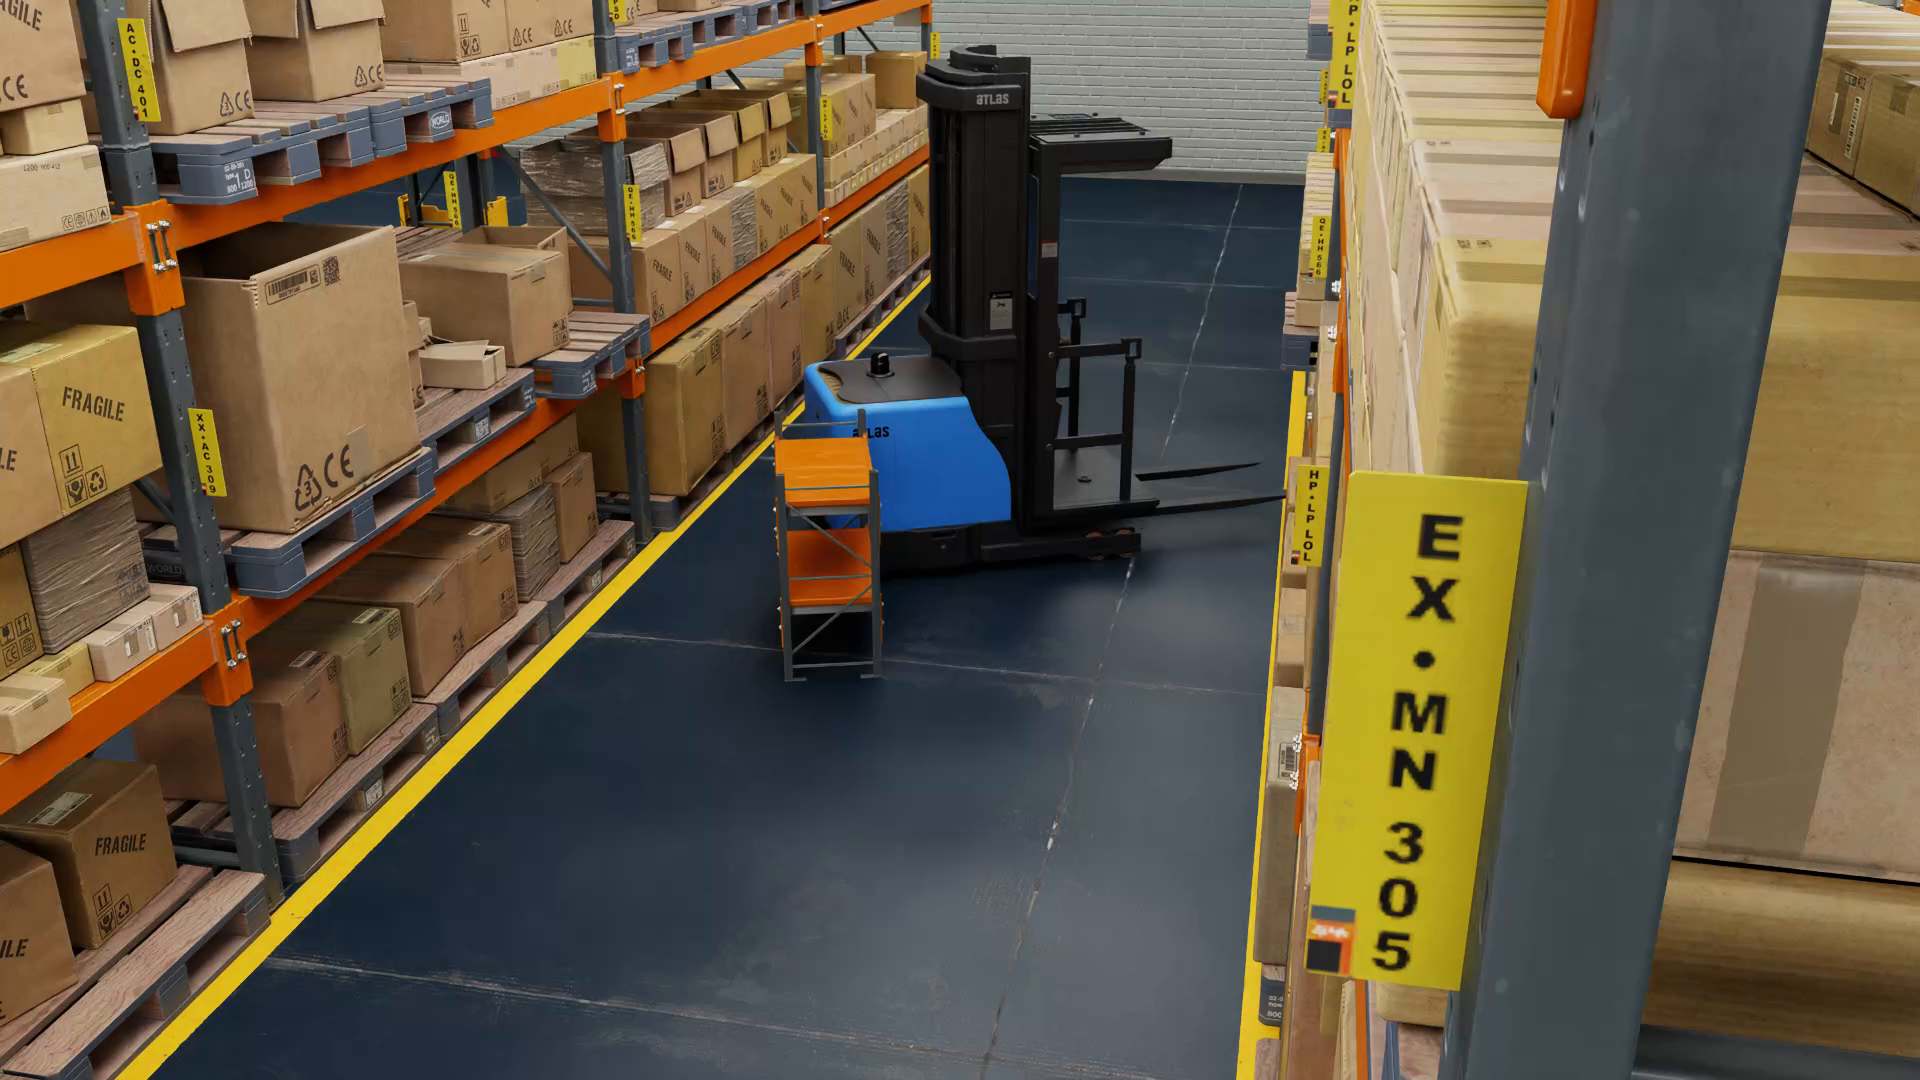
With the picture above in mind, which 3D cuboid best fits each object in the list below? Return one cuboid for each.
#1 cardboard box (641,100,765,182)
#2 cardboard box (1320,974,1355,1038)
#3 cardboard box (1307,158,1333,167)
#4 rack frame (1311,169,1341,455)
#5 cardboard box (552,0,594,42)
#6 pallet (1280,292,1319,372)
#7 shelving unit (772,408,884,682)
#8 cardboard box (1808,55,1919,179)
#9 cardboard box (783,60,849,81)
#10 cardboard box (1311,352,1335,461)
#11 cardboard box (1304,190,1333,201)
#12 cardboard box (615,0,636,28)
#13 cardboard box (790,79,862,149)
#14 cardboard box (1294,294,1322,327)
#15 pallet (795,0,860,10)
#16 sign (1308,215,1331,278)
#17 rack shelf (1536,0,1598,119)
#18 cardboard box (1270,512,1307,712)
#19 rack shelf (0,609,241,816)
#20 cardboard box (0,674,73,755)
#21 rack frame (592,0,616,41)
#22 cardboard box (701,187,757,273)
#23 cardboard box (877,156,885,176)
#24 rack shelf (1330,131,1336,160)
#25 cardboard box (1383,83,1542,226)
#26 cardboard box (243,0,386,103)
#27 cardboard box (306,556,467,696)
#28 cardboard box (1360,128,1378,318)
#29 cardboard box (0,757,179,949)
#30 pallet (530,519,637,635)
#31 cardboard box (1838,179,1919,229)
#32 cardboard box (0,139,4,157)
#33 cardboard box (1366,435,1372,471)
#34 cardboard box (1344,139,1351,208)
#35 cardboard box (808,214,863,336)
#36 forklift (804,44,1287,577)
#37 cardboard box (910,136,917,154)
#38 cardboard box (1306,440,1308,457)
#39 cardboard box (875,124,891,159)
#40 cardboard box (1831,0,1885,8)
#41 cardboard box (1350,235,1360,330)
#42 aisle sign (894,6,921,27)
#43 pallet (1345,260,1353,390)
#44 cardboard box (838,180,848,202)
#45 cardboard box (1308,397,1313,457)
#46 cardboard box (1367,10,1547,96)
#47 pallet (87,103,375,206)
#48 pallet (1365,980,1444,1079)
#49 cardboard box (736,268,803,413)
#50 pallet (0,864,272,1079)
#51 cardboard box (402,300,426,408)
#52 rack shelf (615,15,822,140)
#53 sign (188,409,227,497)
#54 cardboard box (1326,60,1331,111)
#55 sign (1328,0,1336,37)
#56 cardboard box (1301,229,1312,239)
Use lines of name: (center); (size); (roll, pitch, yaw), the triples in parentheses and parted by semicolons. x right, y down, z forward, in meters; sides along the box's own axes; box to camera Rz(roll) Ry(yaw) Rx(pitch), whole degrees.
cardboard box: (-1.872, -2.902, 12.067); (0.797, 0.503, 0.637); (5, 22, 12)
cardboard box: (1.152, 0.619, 3.154); (0.875, 0.550, 0.500); (4, 22, 11)
cardboard box: (2.656, -2.602, 11.778); (0.380, 0.149, 0.250); (5, 22, 12)
rack frame: (2.421, -0.997, 8.813); (1.000, 3.000, 0.127); (4, 22, 11)
cardboard box: (-2.267, -2.888, 8.691); (0.500, 0.500, 0.500); (5, 22, 12)
pallet: (2.462, -1.176, 9.516); (1.213, 0.211, 1.003); (4, 22, 11)
shelving unit: (-0.710, 0.003, 8.841); (0.538, 1.125, 1.048); (-2, 22, -6)
cardboard box: (1.481, -0.613, 2.418); (0.380, 0.149, 0.250); (5, 22, 12)
cardboard box: (-1.346, -4.226, 15.630); (0.500, 0.500, 0.500); (4, 22, 9)
cardboard box: (1.861, -0.529, 7.518); (0.500, 0.500, 0.500); (4, 22, 11)
cardboard box: (2.392, -2.133, 10.612); (0.380, 0.149, 0.250); (5, 23, 13)
cardboard box: (-2.360, -3.274, 9.753); (0.797, 0.503, 0.637); (6, 23, 14)
cardboard box: (-1.142, -3.626, 14.141); (0.500, 0.500, 0.500); (4, 22, 11)
cardboard box: (2.072, -1.290, 9.317); (0.380, 0.149, 0.250); (5, 22, 12)
pallet: (-1.421, -4.523, 13.673); (1.003, 0.211, 1.213); (4, 22, 11)
sign: (1.888, -1.535, 8.706); (0.100, 0.325, 0.005); (4, 22, 11)
rack shelf: (1.197, -1.066, 2.453); (1.077, 0.370, 4.000); (4, 22, 11)
cardboard box: (2.034, 0.388, 7.825); (1.050, 0.750, 0.750); (5, 22, 12)
rack shelf: (-3.638, 1.116, 4.530); (1.077, 0.370, 4.000); (4, 22, 11)
cardboard box: (-3.098, 0.546, 5.319); (0.380, 0.149, 0.250); (4, 22, 11)
rack frame: (-2.414, -4.195, 8.723); (1.000, 3.000, 0.127); (4, 22, 11)
cardboard box: (-1.740, -2.174, 11.603); (0.500, 0.500, 0.500); (5, 22, 11)
cardboard box: (-0.895, -3.411, 15.145); (0.380, 0.149, 0.250); (4, 22, 9)
rack shelf: (2.829, -2.786, 10.203); (1.077, 0.370, 4.000); (4, 22, 11)
cardboard box: (0.733, -0.477, 2.080); (0.380, 0.149, 0.250); (5, 22, 11)
cardboard box: (-2.846, -2.092, 6.817); (0.797, 0.503, 0.637); (5, 23, 13)
cardboard box: (-2.854, 0.406, 8.087); (0.700, 0.500, 0.500); (3, 22, 6)
cardboard box: (0.924, -0.523, 2.728); (0.500, 0.250, 0.500); (5, 22, 11)
cardboard box: (-3.351, 1.159, 6.244); (0.500, 0.500, 0.500); (4, 22, 9)
pallet: (-2.575, 0.167, 9.655); (1.003, 0.211, 1.213); (4, 22, 11)
cardboard box: (1.343, -0.299, 2.173); (0.500, 0.250, 0.500); (4, 22, 10)
cardboard box: (-3.158, -1.224, 5.029); (0.380, 0.149, 0.250); (5, 22, 12)
cardboard box: (0.681, -0.013, 1.996); (0.380, 0.149, 0.250); (5, 22, 11)
cardboard box: (1.198, -0.943, 4.304); (0.380, 0.149, 0.250); (4, 22, 10)
cardboard box: (-1.385, -2.319, 14.379); (0.875, 0.875, 0.875); (4, 22, 11)
forklift: (0.607, -1.420, 9.956); (3.031, 2.935, 1.130); (-6, 23, -14)
cardboard box: (-0.636, -3.878, 16.304); (0.380, 0.149, 0.250); (5, 22, 11)
cardboard box: (2.409, -0.482, 10.320); (0.500, 0.500, 0.500); (5, 23, 13)
cardboard box: (-0.931, -3.646, 15.194); (0.500, 0.250, 0.500); (4, 22, 11)
cardboard box: (1.739, -1.078, 3.572); (0.380, 0.149, 0.250); (4, 22, 11)
cardboard box: (0.940, -0.477, 3.147); (0.380, 0.149, 0.250); (4, 22, 11)
aisle sign: (-0.473, -5.547, 16.631); (0.394, 0.787, 0.004); (4, 22, 11)
pallet: (1.428, -0.586, 3.896); (1.003, 0.211, 1.213); (4, 22, 11)
cardboard box: (-1.158, -2.937, 13.967); (0.380, 0.149, 0.250); (4, 22, 9)
cardboard box: (2.304, -0.650, 9.732); (0.500, 0.250, 0.500); (4, 22, 10)
cardboard box: (0.992, -0.940, 3.229); (0.380, 0.149, 0.250); (5, 22, 11)
pallet: (-3.000, -1.471, 6.227); (1.213, 0.211, 1.003); (4, 22, 11)
pallet: (0.930, 0.307, 1.680); (1.003, 0.211, 1.213); (4, 22, 11)
cardboard box: (-1.890, -1.521, 12.398); (1.225, 0.875, 0.875); (4, 22, 9)
pallet: (-3.333, 1.593, 6.116); (1.003, 0.211, 1.213); (4, 22, 11)
cardboard box: (-2.967, -0.833, 7.705); (0.797, 0.503, 0.637); (7, 23, 16)
rack shelf: (-2.006, -3.201, 11.234); (1.077, 0.370, 4.000); (4, 22, 11)
sign: (-2.698, -0.312, 5.954); (0.100, 0.325, 0.005); (4, 22, 11)
cardboard box: (3.377, -3.867, 14.068); (0.500, 0.500, 0.500); (4, 22, 9)
sign: (1.890, -2.670, 8.261); (0.100, 0.325, 0.005); (4, 22, 11)
cardboard box: (2.126, -1.657, 9.430); (0.380, 0.149, 0.250); (4, 22, 10)
